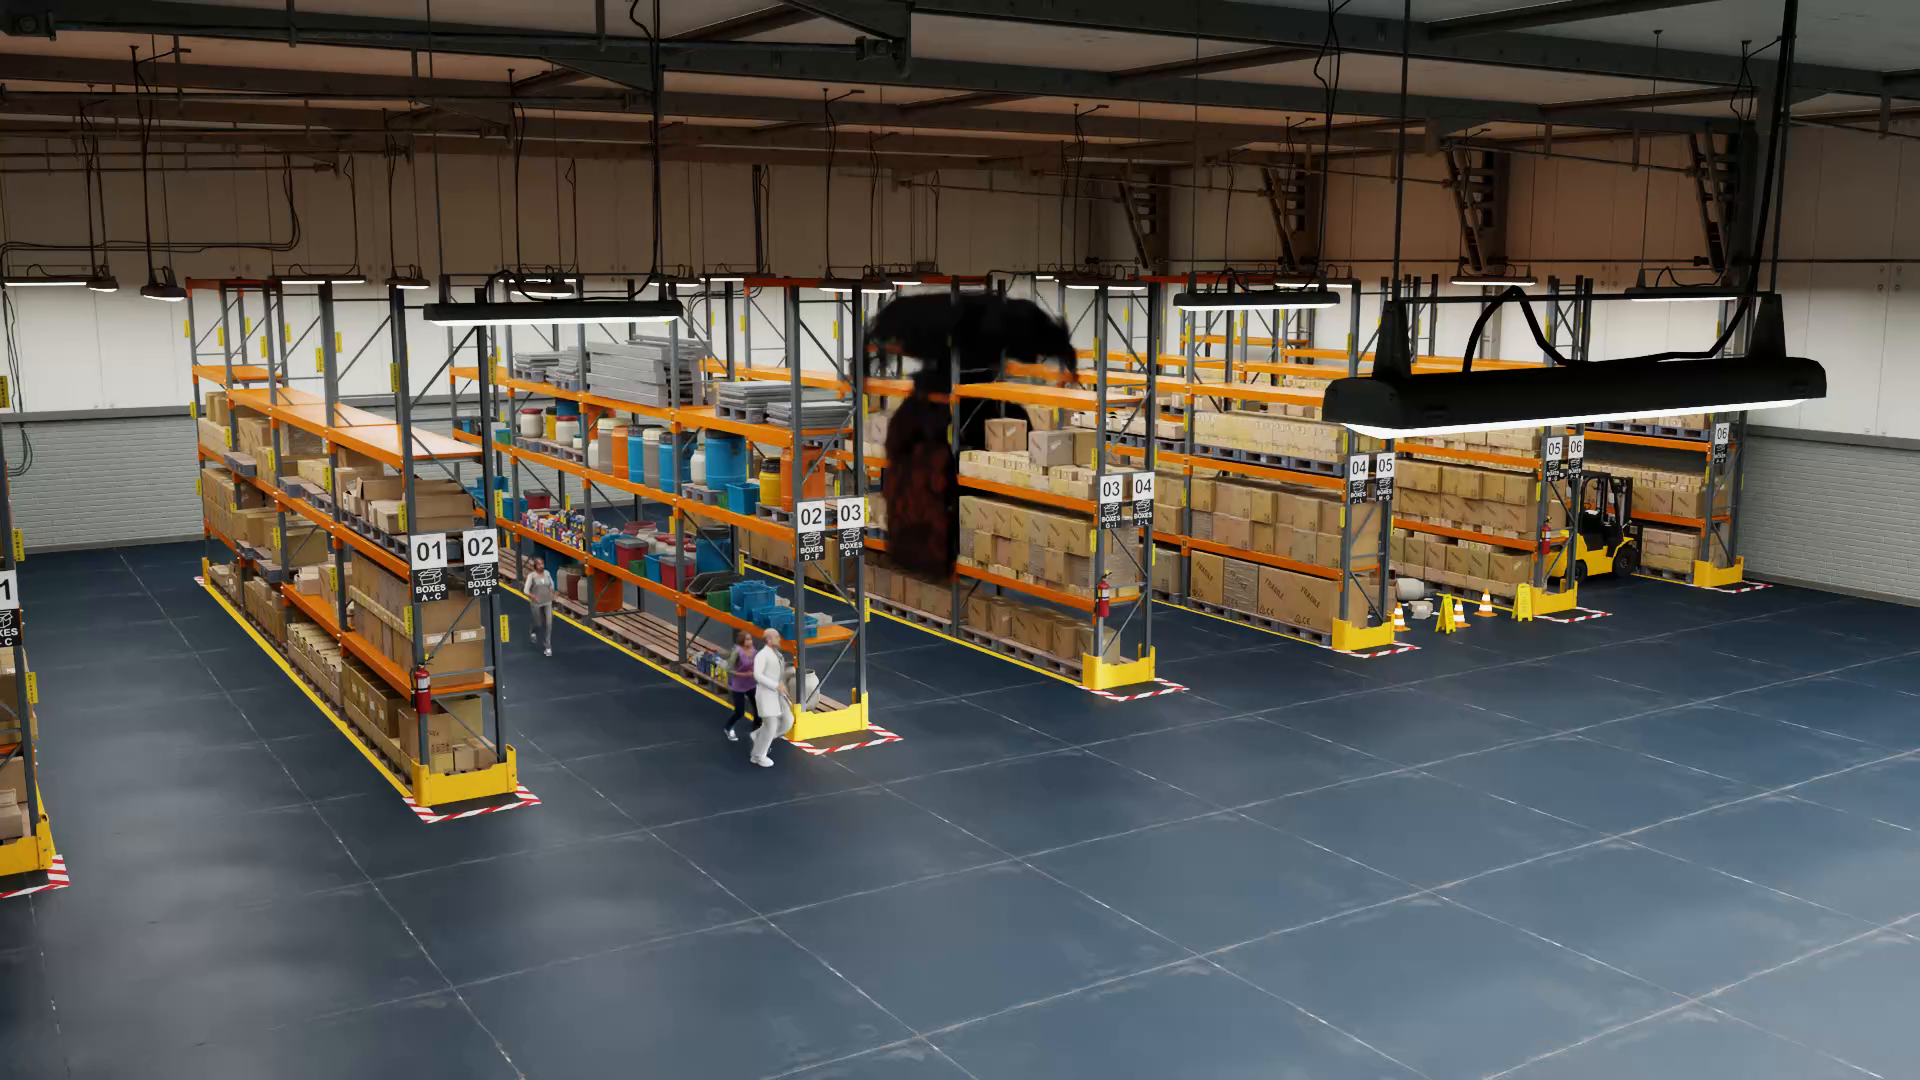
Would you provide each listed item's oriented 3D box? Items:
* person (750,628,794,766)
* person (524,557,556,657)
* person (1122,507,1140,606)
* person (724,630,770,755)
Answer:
[{"bbox_3d":[-2.390,2.010,21.151,0.564,1.621,0.813,3,10,17],"label":"person"},{"bbox_3d":[-6.808,1.014,26.993,0.546,1.503,0.719,-6,11,-32],"label":"person"},{"bbox_3d":[2.857,0.262,29.436,0.678,1.755,0.896,-9,13,-41],"label":"person"},{"bbox_3d":[-2.821,1.948,21.644,0.564,1.612,0.838,-9,13,-42],"label":"person"}]
